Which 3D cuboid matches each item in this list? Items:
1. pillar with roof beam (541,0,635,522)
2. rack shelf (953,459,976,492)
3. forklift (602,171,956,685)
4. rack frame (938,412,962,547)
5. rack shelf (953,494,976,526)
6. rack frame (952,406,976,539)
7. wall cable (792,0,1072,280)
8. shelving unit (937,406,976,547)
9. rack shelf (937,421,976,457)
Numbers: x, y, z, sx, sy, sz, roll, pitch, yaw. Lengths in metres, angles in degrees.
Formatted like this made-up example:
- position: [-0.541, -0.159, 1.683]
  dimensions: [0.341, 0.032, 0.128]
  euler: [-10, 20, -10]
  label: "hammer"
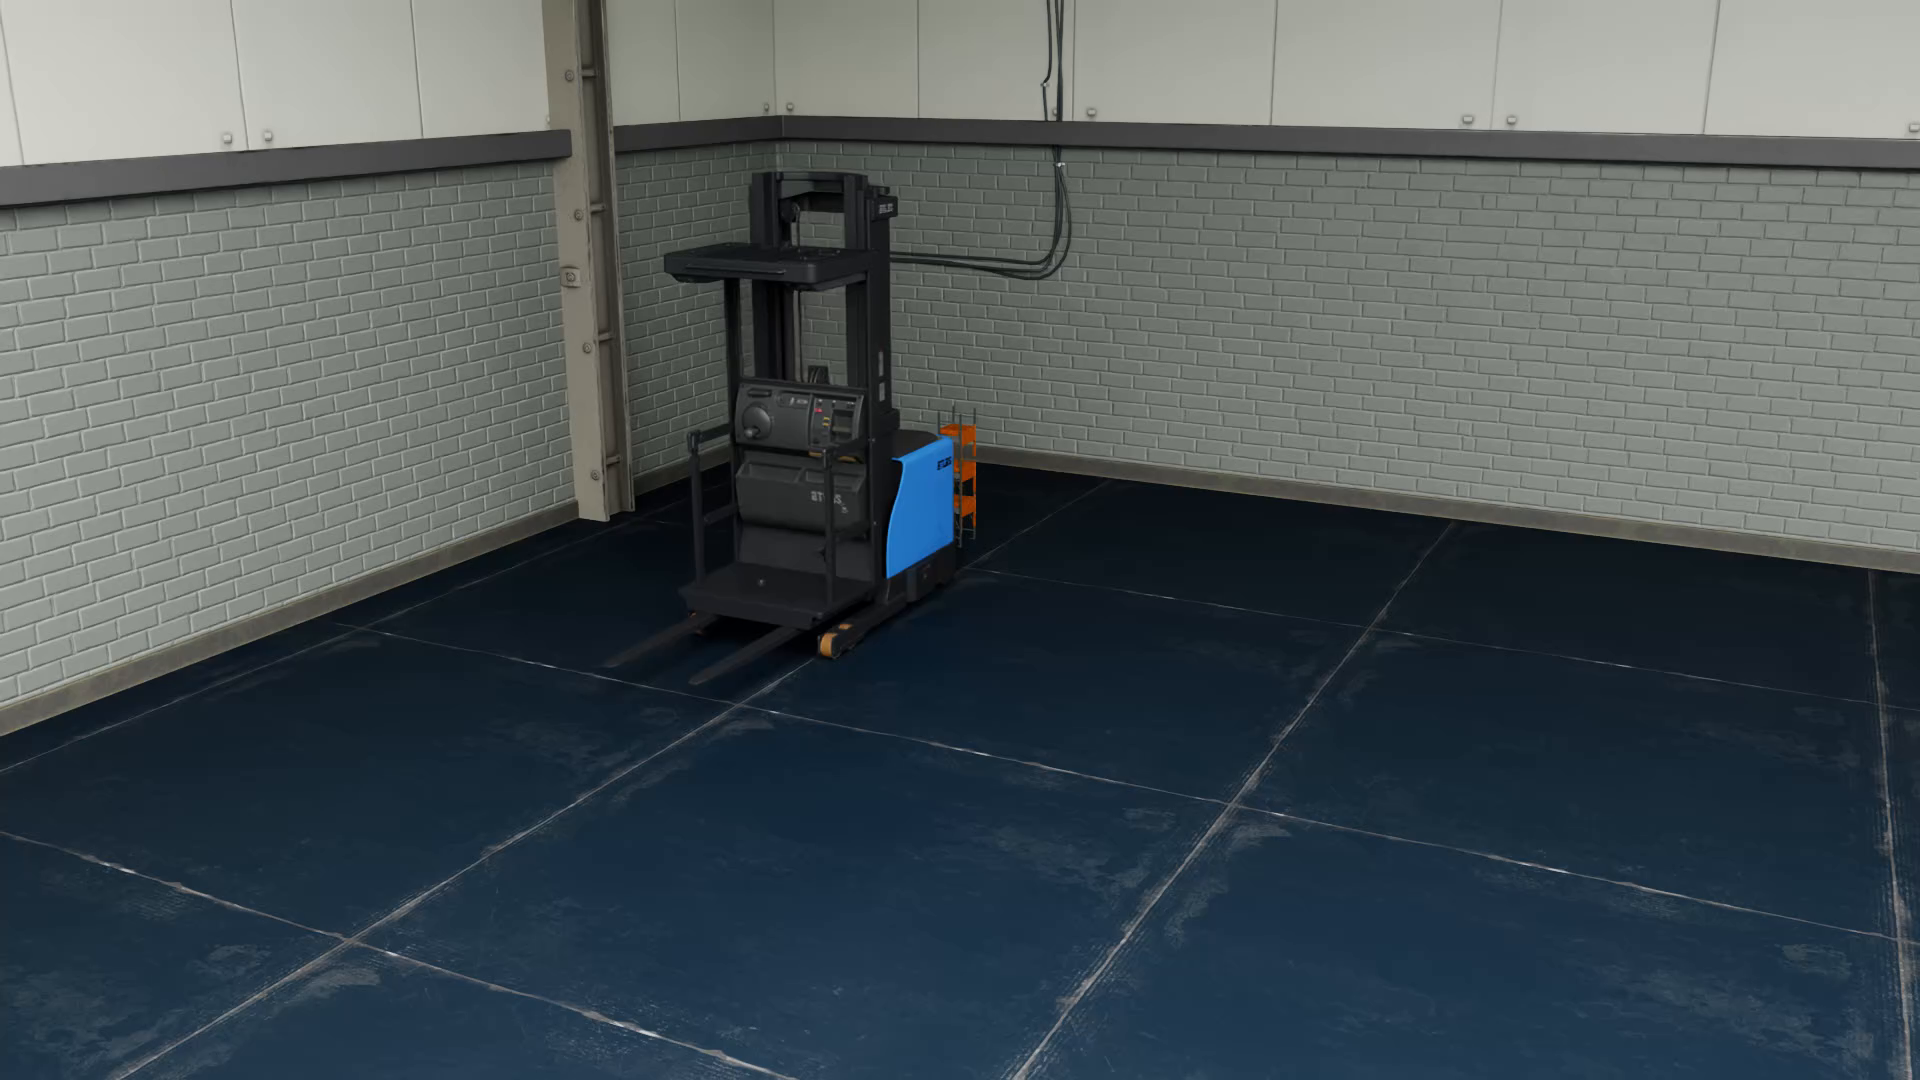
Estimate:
- position: [0.923, -3.984, 10.633]
  dimensions: [9.100, 9.000, 0.400]
  euler: [8, 18, 25]
  label: "pillar with roof beam"
- position: [-0.024, -0.479, 12.832]
  dimensions: [0.215, 0.259, 0.240]
  euler: [8, 18, 25]
  label: "rack shelf"
- position: [-1.134, -0.798, 10.564]
  dimensions: [1.130, 2.935, 3.031]
  euler: [8, 18, 25]
  label: "forklift"
- position: [-0.078, -0.459, 12.724]
  dimensions: [0.200, 1.050, 0.008]
  euler: [8, 18, 25]
  label: "rack frame"
- position: [-0.024, -0.213, 12.911]
  dimensions: [0.215, 0.259, 0.240]
  euler: [8, 18, 25]
  label: "rack shelf"
- position: [0.031, -0.521, 12.934]
  dimensions: [0.200, 1.050, 0.008]
  euler: [8, 18, 25]
  label: "rack frame"
- position: [-0.429, -3.625, 14.879]
  dimensions: [3.097, 2.526, 0.112]
  euler: [8, 18, 25]
  label: "wall cable"
- position: [-0.024, -0.490, 12.829]
  dimensions: [0.215, 1.050, 0.252]
  euler: [8, 18, 25]
  label: "shelving unit"
- position: [-0.024, -0.752, 12.751]
  dimensions: [0.215, 0.259, 0.240]
  euler: [8, 18, 25]
  label: "rack shelf"
